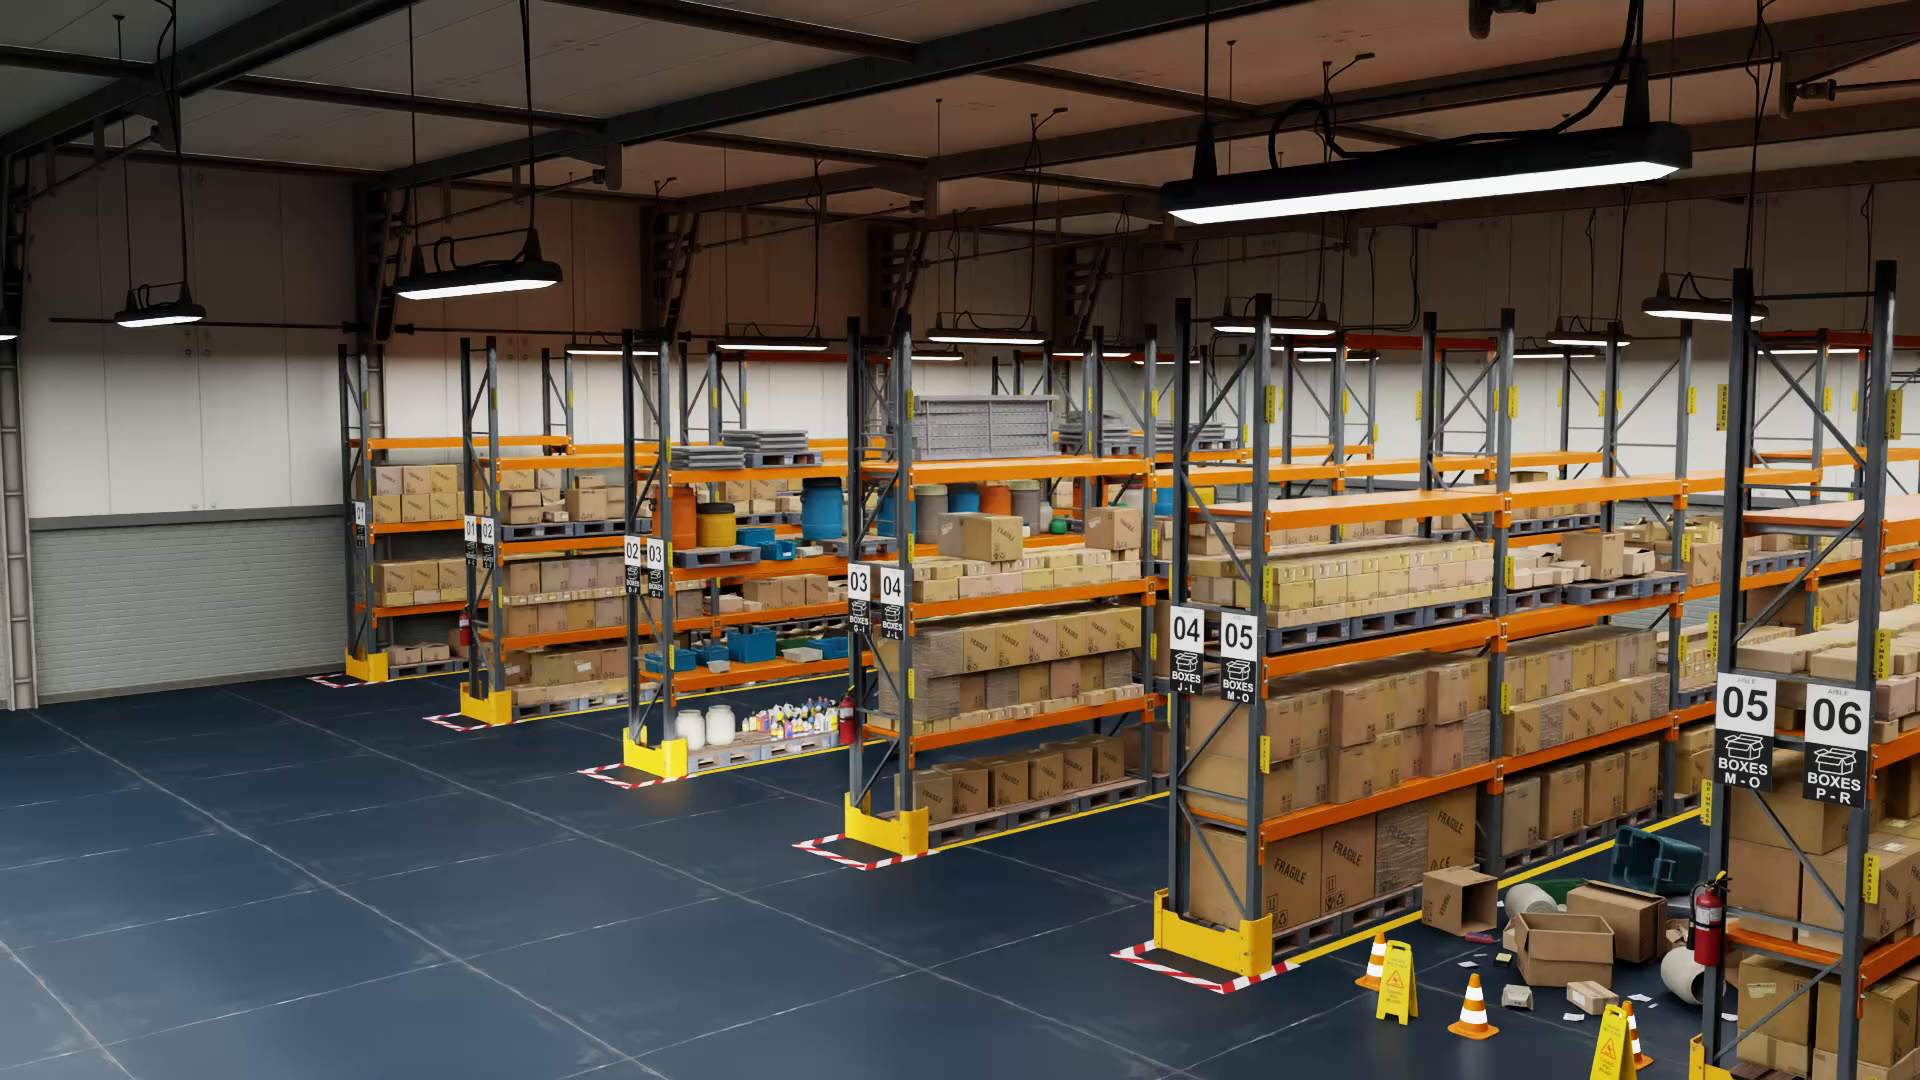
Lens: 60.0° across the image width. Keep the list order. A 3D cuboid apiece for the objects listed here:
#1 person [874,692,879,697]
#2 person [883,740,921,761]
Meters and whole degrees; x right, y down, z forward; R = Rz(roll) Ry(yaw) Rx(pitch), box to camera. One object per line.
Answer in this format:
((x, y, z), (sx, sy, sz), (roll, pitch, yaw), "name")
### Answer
((-1.162, 1.841, 28.275), (0.418, 1.542, 0.942), (5, 7, 42), "person")
((-0.824, 2.238, 23.306), (0.617, 1.702, 0.600), (-2, 6, -26), "person")
